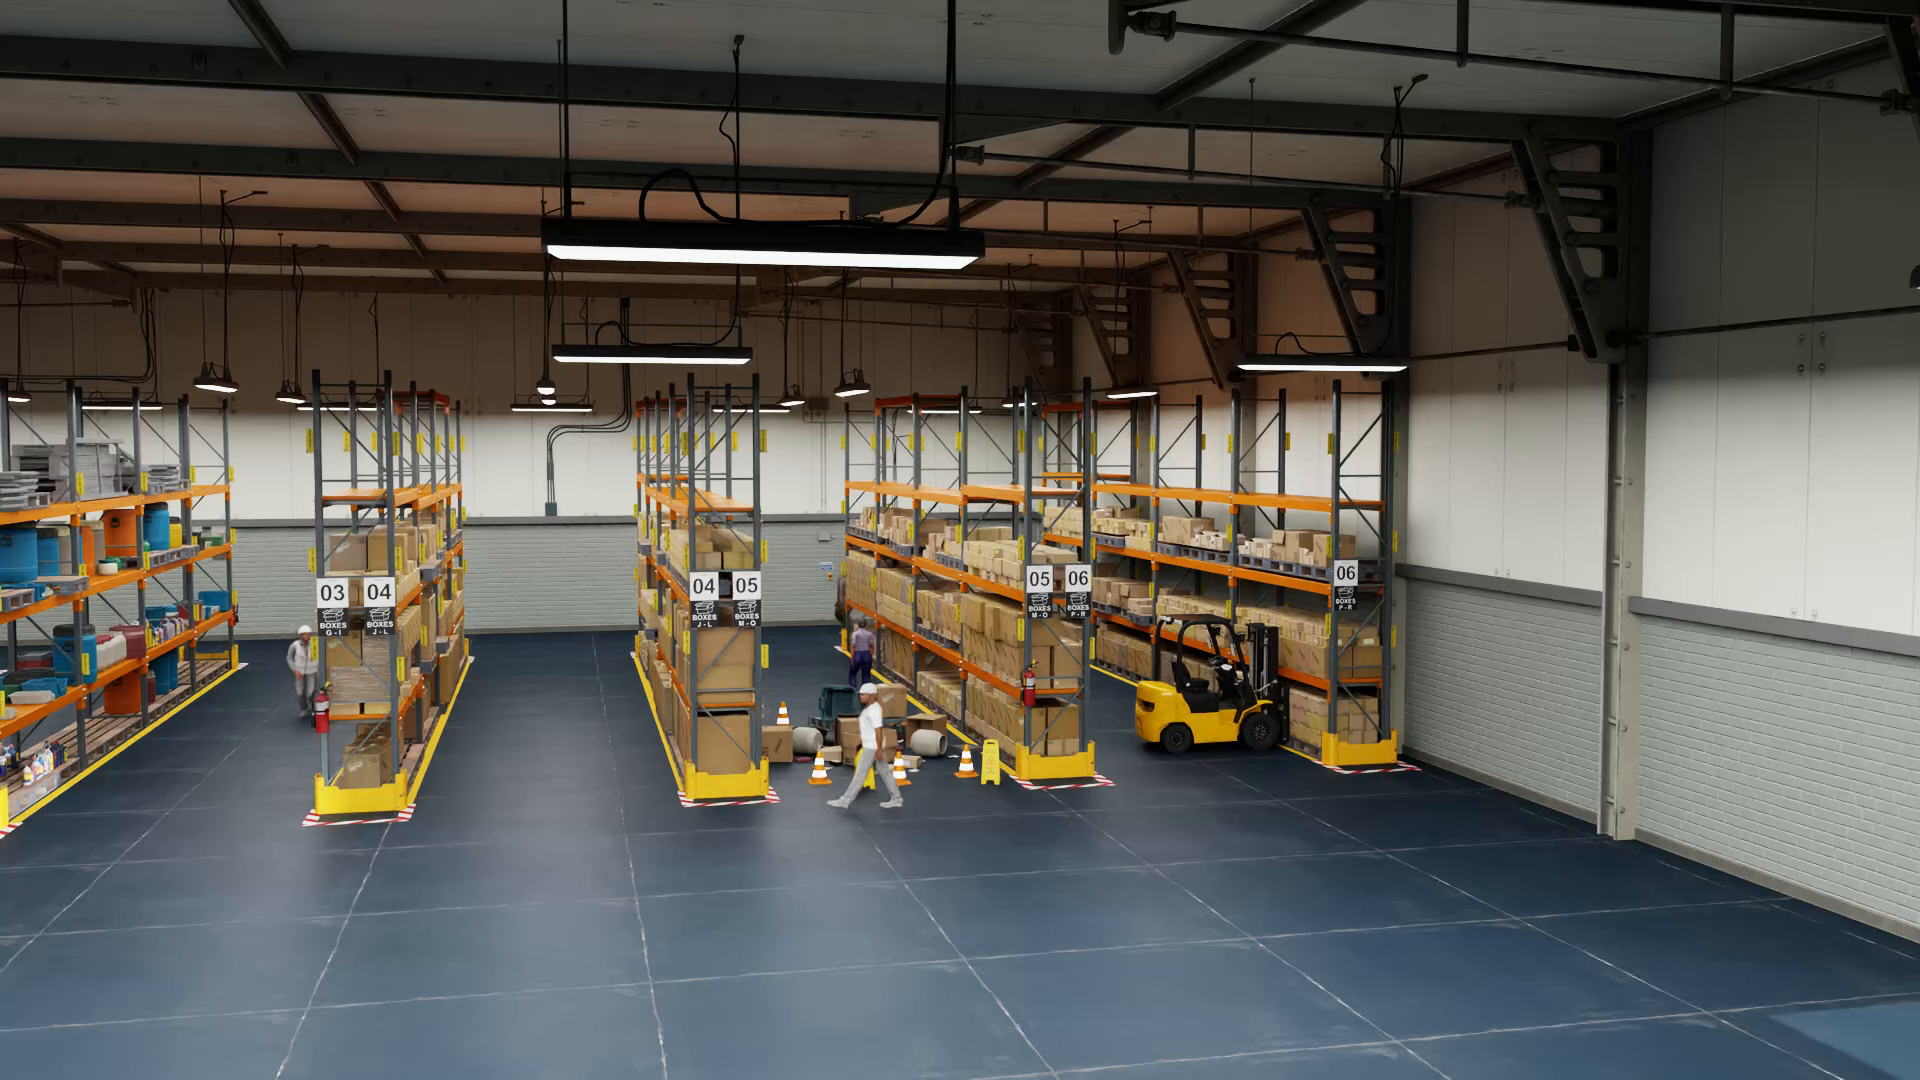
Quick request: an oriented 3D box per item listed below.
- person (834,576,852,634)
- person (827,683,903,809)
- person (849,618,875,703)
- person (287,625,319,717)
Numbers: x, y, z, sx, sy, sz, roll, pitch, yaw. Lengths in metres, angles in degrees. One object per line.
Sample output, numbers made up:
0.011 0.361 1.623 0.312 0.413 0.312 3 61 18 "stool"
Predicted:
-3.022 1.604 43.460 0.521 1.800 0.609 -2 4 -33 "person"
-1.286 2.804 22.692 1.020 1.709 0.579 0 3 2 "person"
-1.903 2.351 32.073 0.532 1.707 0.421 -1 3 -19 "person"
-12.006 2.400 30.488 0.611 1.705 0.615 -1 3 -19 "person"
